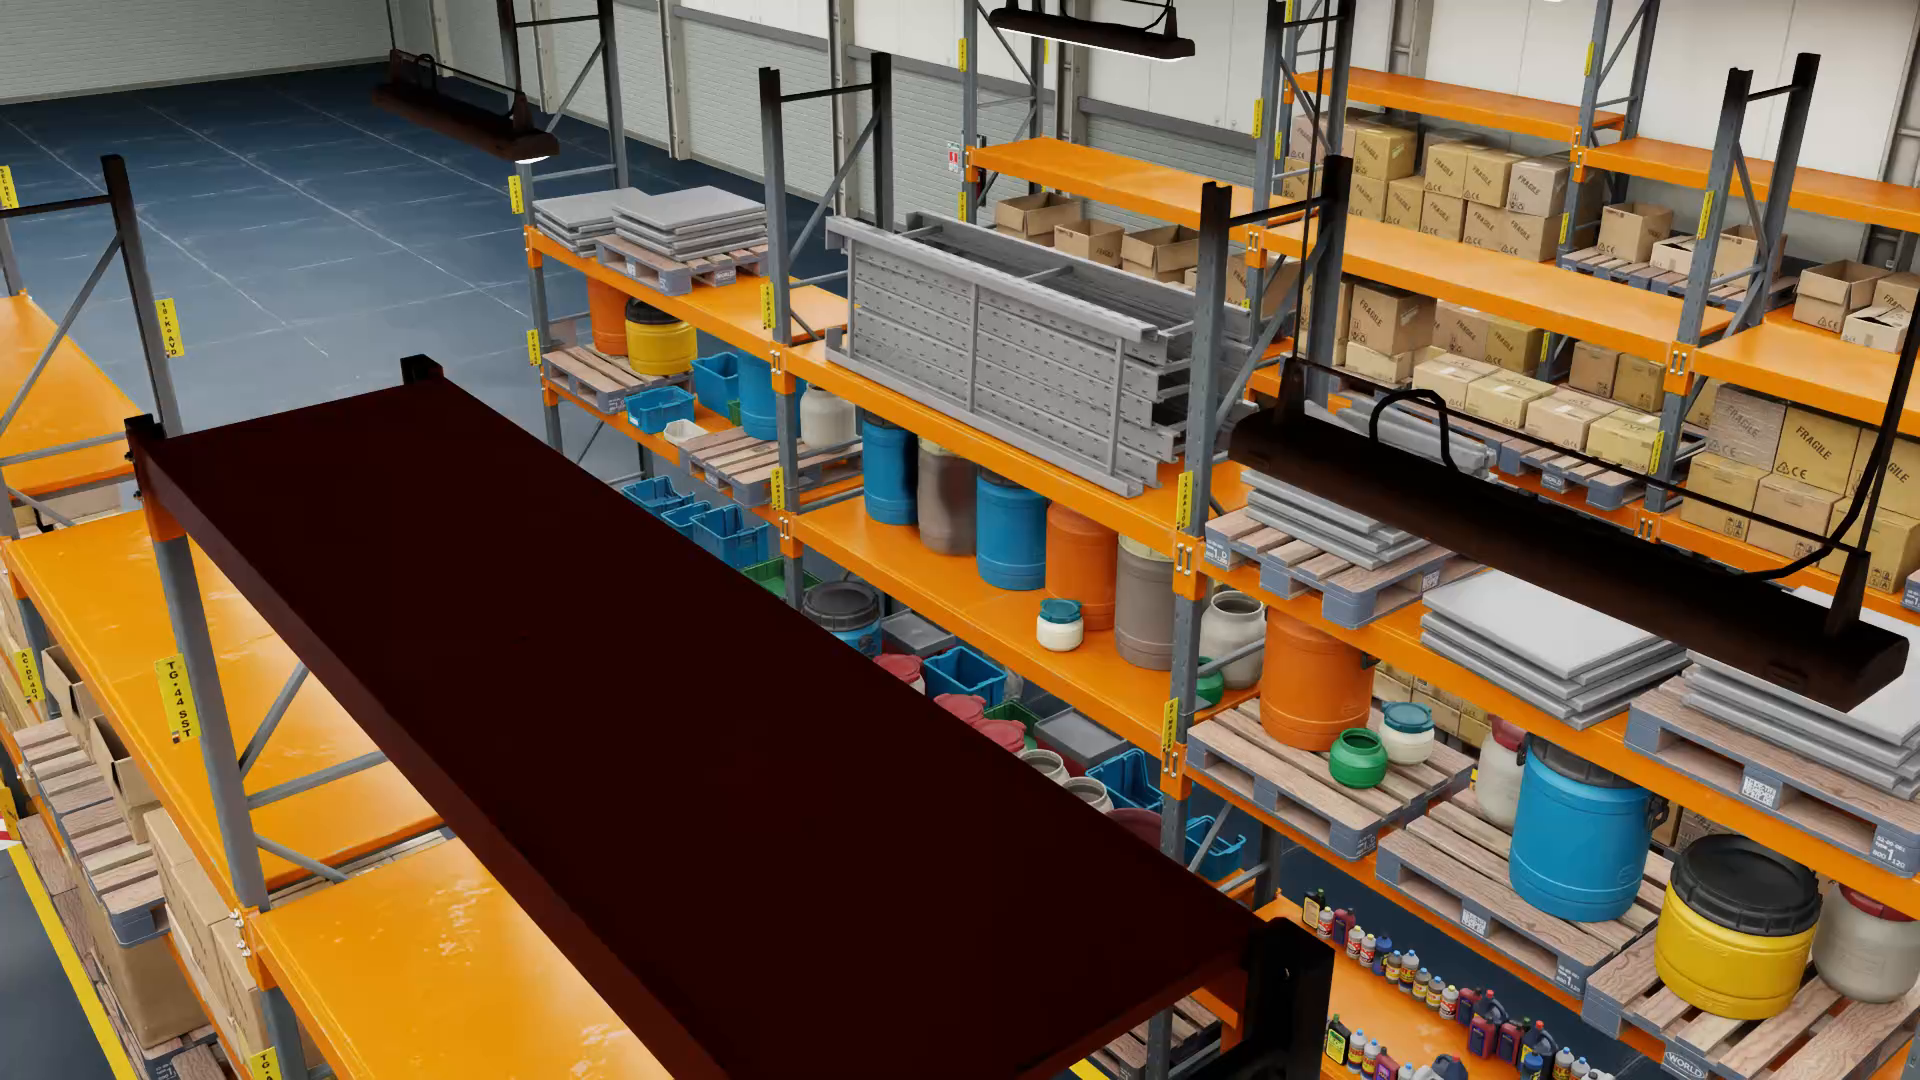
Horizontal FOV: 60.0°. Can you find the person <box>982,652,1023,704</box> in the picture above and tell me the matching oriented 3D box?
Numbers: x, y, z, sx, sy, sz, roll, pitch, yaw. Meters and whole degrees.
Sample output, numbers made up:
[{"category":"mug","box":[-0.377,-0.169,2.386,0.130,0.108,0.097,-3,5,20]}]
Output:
[{"category":"person","box":[0.429,0.781,14.784,0.395,1.747,0.546,-12,28,-23]}]
